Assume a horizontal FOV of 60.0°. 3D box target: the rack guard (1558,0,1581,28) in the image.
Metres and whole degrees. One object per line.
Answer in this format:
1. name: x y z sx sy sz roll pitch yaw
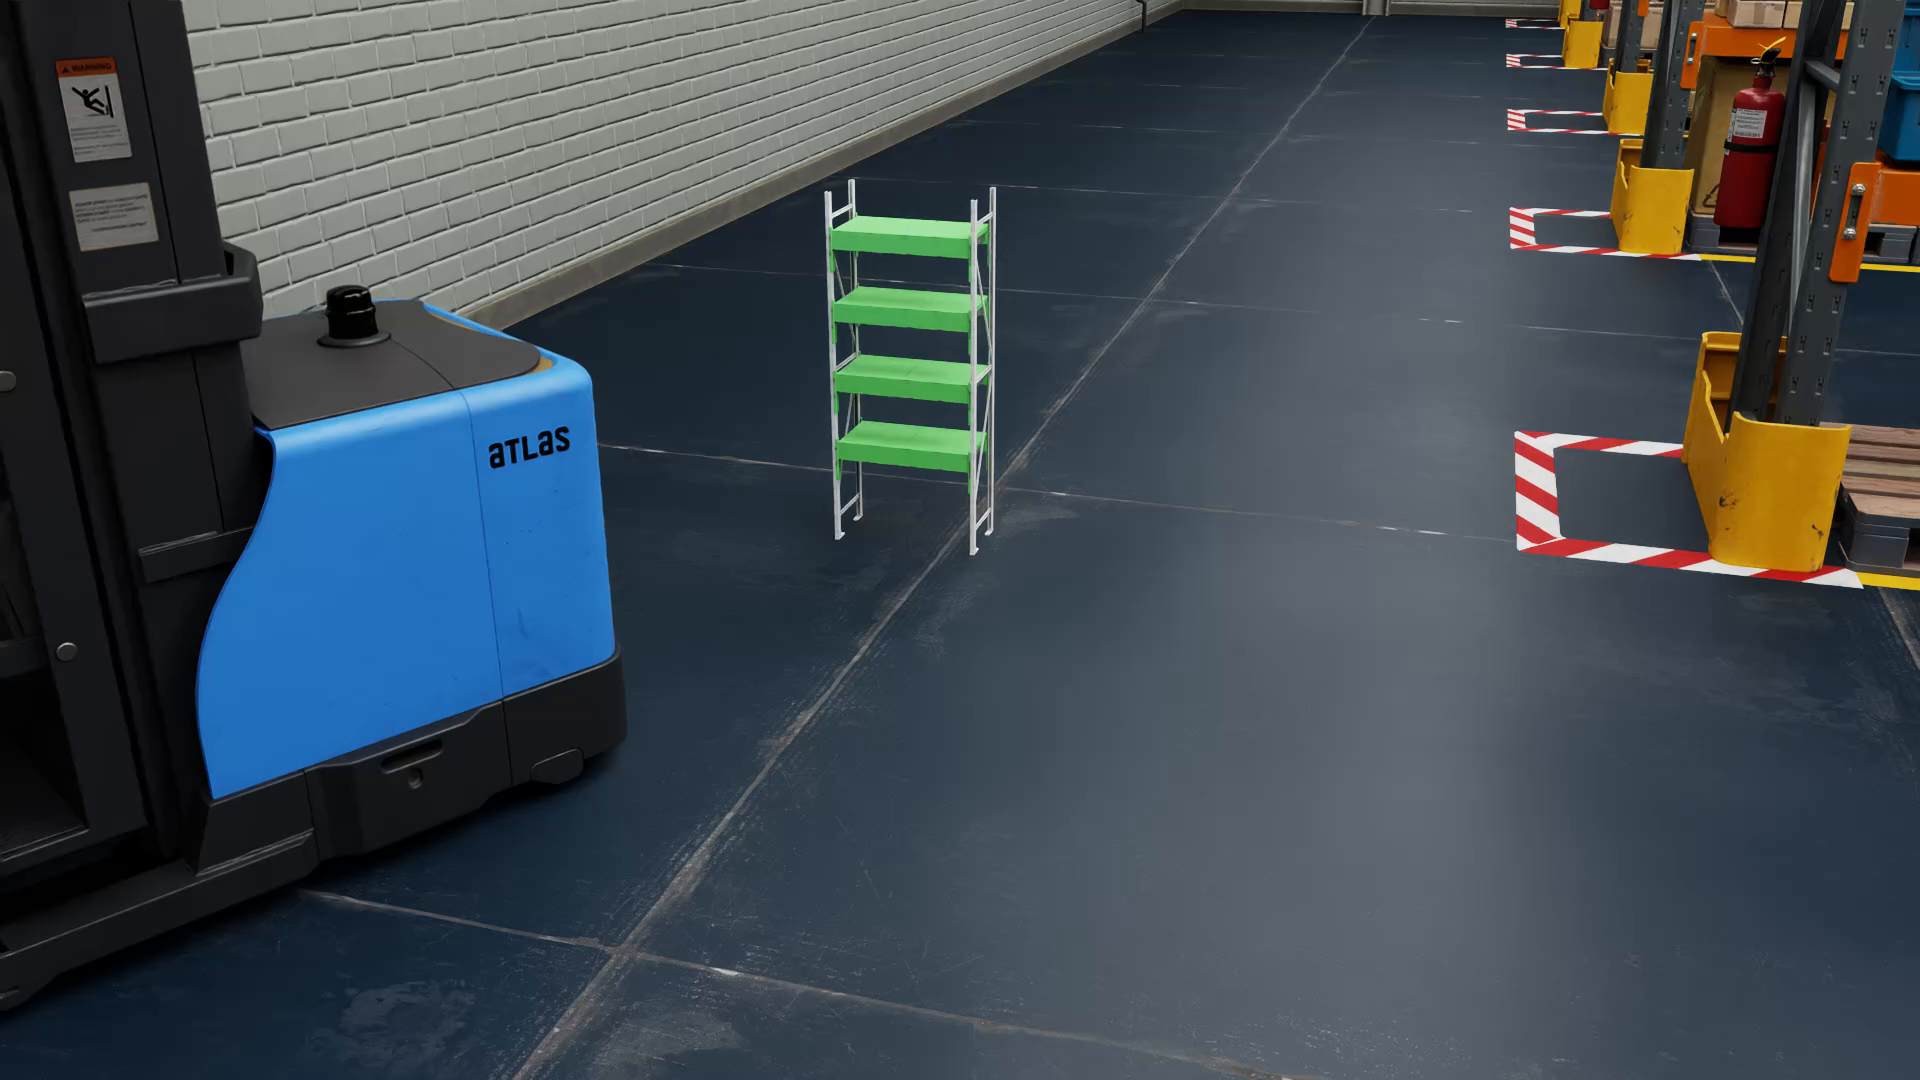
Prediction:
1. rack guard: 8.681 -7.544 23.503 0.348 0.500 1.175 7 23 16

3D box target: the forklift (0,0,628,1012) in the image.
1. forklift: -2.289 -0.532 3.204 3.031 2.935 1.130 -20 29 -39

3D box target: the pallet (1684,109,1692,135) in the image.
1. pallet: 6.685 -3.695 14.500 1.213 0.211 1.003 7 23 16

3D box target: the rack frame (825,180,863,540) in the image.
1. rack frame: -0.392 -0.600 5.652 0.015 1.200 0.240 7 23 16

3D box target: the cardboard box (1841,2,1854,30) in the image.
1. cardboard box: 5.051 -2.974 9.398 0.250 0.149 0.380 6 23 14

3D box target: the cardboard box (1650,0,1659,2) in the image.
1. cardboard box: 9.562 -7.422 23.115 0.250 0.149 0.380 6 23 13

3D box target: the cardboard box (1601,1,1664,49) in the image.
1. cardboard box: 7.839 -5.878 18.970 0.875 0.438 0.875 6 23 14

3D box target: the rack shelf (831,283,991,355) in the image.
1. rack shelf: -0.158 -0.736 5.520 0.480 0.148 0.258 7 23 16

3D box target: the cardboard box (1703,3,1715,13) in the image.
1. cardboard box: 8.717 -5.781 18.733 0.875 0.438 0.875 7 23 17

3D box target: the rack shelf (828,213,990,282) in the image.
1. rack shelf: -0.158 -0.958 5.429 0.480 0.148 0.258 7 23 16

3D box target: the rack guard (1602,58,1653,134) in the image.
1. rack guard: 5.917 -3.931 14.694 0.348 0.500 1.175 7 23 16

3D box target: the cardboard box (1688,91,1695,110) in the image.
1. cardboard box: 6.254 -3.797 14.277 0.250 0.149 0.380 7 23 17

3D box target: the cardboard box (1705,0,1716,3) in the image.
1. cardboard box: 10.451 -7.443 22.703 0.500 0.500 0.500 7 23 17

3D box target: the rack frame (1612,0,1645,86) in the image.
1. rack frame: 5.845 -5.095 14.240 0.127 3.000 1.000 7 23 16

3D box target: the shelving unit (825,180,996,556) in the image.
1. shelving unit: -0.158 -0.573 5.587 0.503 1.200 0.258 7 23 16

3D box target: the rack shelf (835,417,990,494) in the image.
1. rack shelf: -0.158 -0.292 5.702 0.480 0.148 0.258 7 23 16

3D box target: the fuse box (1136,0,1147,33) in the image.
1. fuse box: 2.519 -7.666 22.204 0.414 1.711 0.539 7 23 16

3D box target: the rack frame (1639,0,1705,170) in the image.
1. rack frame: 4.315 -3.304 9.873 0.127 3.000 1.000 7 23 16

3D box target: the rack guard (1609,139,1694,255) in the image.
1. rack guard: 4.292 -2.151 10.354 0.348 0.500 1.175 7 23 16

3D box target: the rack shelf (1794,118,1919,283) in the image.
1. rack shelf: 4.799 -0.953 5.088 4.000 0.370 1.077 7 23 16

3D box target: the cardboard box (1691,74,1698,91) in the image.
1. cardboard box: 6.272 -3.958 14.277 0.250 0.149 0.380 8 23 18

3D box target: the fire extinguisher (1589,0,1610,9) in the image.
1. fire extinguisher: 5.737 -5.082 14.801 0.183 0.674 0.296 7 23 16

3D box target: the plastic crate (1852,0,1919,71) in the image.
1. plastic crate: 3.259 -1.580 5.544 0.499 0.435 0.616 7 23 16

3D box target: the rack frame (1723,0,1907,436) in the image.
1. rack frame: 2.884 -1.505 5.486 0.127 3.000 1.000 7 23 16

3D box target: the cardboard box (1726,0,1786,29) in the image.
1. cardboard box: 4.560 -3.029 9.534 0.250 0.149 0.380 7 23 16

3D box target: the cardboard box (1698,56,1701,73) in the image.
1. cardboard box: 6.248 -4.065 14.147 0.250 0.149 0.380 5 23 13

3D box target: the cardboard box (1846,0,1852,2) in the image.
1. cardboard box: 5.196 -3.167 9.345 0.500 0.250 0.500 6 23 15

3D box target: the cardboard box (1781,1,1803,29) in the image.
1. cardboard box: 4.806 -3.002 9.467 0.250 0.149 0.380 6 23 15

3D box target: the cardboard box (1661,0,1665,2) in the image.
1. cardboard box: 9.973 -7.537 22.933 0.500 0.500 0.700 8 23 18

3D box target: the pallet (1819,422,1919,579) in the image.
1. pallet: 3.663 -0.110 5.761 1.213 0.211 1.003 7 23 16

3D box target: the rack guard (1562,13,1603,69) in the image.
1. rack guard: 7.155 -5.751 19.132 0.348 0.500 1.175 7 23 16

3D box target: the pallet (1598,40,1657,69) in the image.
1. pallet: 7.966 -5.556 19.036 1.213 0.211 1.003 7 23 16

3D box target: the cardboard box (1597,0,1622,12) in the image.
1. cardboard box: 9.166 -7.647 23.195 0.637 0.503 0.797 6 23 13

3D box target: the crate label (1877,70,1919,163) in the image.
1. crate label: 3.026 -1.309 5.149 0.303 0.233 0.416 7 23 16

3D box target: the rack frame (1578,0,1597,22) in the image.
1. rack frame: 7.178 -6.905 18.651 0.127 3.000 1.000 7 23 16

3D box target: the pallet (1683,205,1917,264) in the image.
1. pallet: 5.103 -1.955 10.258 1.213 0.211 1.003 7 23 16

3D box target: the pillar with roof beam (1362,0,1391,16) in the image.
1. pillar with roof beam: 5.043 -10.543 19.616 0.400 9.000 9.100 7 23 16

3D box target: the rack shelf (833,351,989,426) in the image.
1. rack shelf: -0.158 -0.514 5.611 0.480 0.148 0.258 7 23 16

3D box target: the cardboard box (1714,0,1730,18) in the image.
1. cardboard box: 4.751 -3.269 10.118 0.250 0.149 0.380 7 23 17

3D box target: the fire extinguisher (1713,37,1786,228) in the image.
1. fire extinguisher: 2.871 -1.478 6.015 0.183 0.674 0.296 7 23 16

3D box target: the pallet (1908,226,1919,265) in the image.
1. pallet: 6.267 -1.821 9.930 1.213 0.211 1.003 7 23 16

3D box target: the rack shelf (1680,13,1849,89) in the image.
1. rack shelf: 6.230 -2.752 9.475 4.000 0.370 1.077 7 23 16

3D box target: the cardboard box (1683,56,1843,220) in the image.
1. cardboard box: 4.951 -2.475 10.097 0.875 0.875 0.875 7 23 16

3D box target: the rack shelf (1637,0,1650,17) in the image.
1. rack shelf: 7.759 -4.543 13.842 4.000 0.370 1.077 7 23 16

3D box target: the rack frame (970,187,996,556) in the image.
1. rack frame: 0.075 -0.547 5.521 0.015 1.200 0.240 7 23 16

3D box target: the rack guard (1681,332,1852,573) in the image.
1. rack guard: 2.858 -0.346 5.956 0.348 0.500 1.175 7 23 16

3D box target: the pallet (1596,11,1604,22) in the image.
1. pallet: 9.444 -7.323 23.345 1.213 0.211 1.003 7 23 16
